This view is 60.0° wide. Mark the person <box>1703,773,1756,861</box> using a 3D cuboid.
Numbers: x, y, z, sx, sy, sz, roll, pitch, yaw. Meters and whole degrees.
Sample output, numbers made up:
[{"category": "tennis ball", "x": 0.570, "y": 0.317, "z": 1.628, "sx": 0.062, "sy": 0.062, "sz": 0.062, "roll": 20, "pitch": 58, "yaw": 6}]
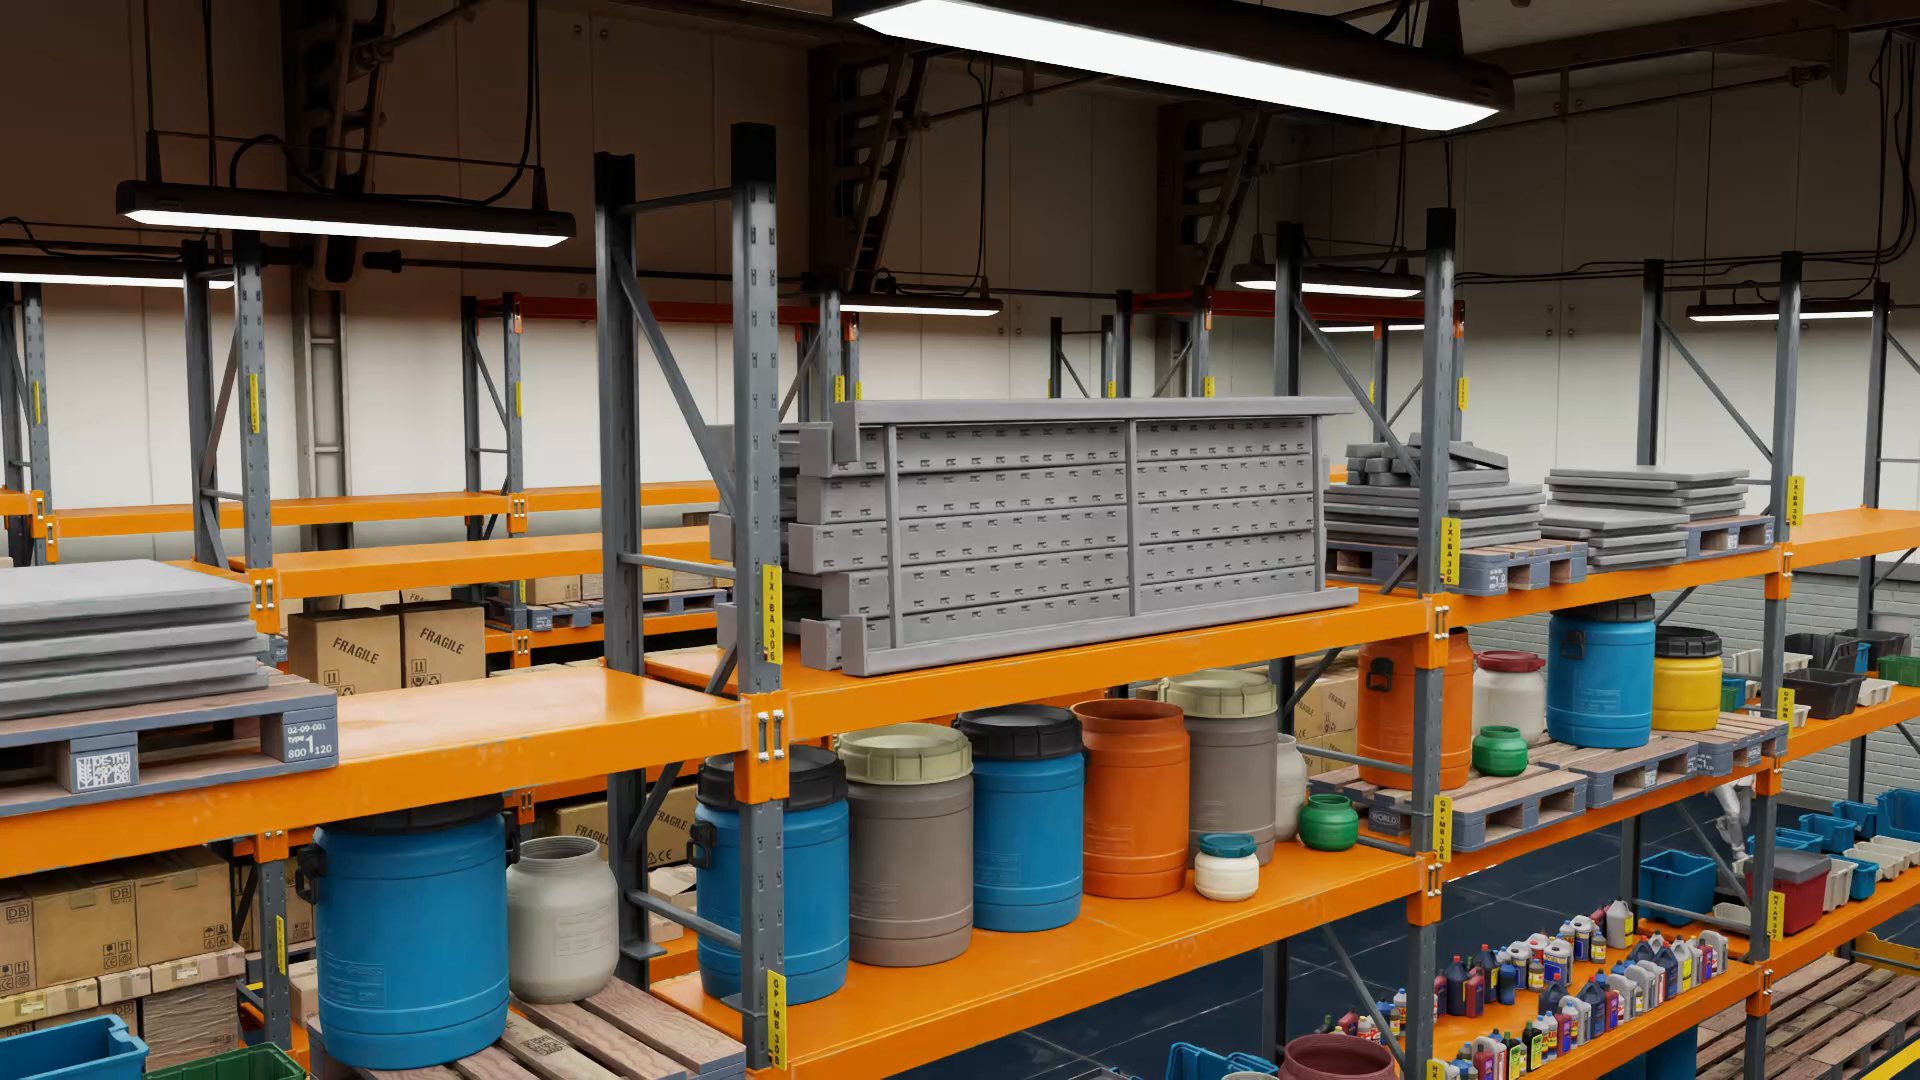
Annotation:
[{"category": "person", "x": 8.466, "y": 2.614, "z": 18.216, "sx": 0.529, "sy": 1.663, "sz": 0.994, "roll": 0, "pitch": 5, "yaw": 2}]
